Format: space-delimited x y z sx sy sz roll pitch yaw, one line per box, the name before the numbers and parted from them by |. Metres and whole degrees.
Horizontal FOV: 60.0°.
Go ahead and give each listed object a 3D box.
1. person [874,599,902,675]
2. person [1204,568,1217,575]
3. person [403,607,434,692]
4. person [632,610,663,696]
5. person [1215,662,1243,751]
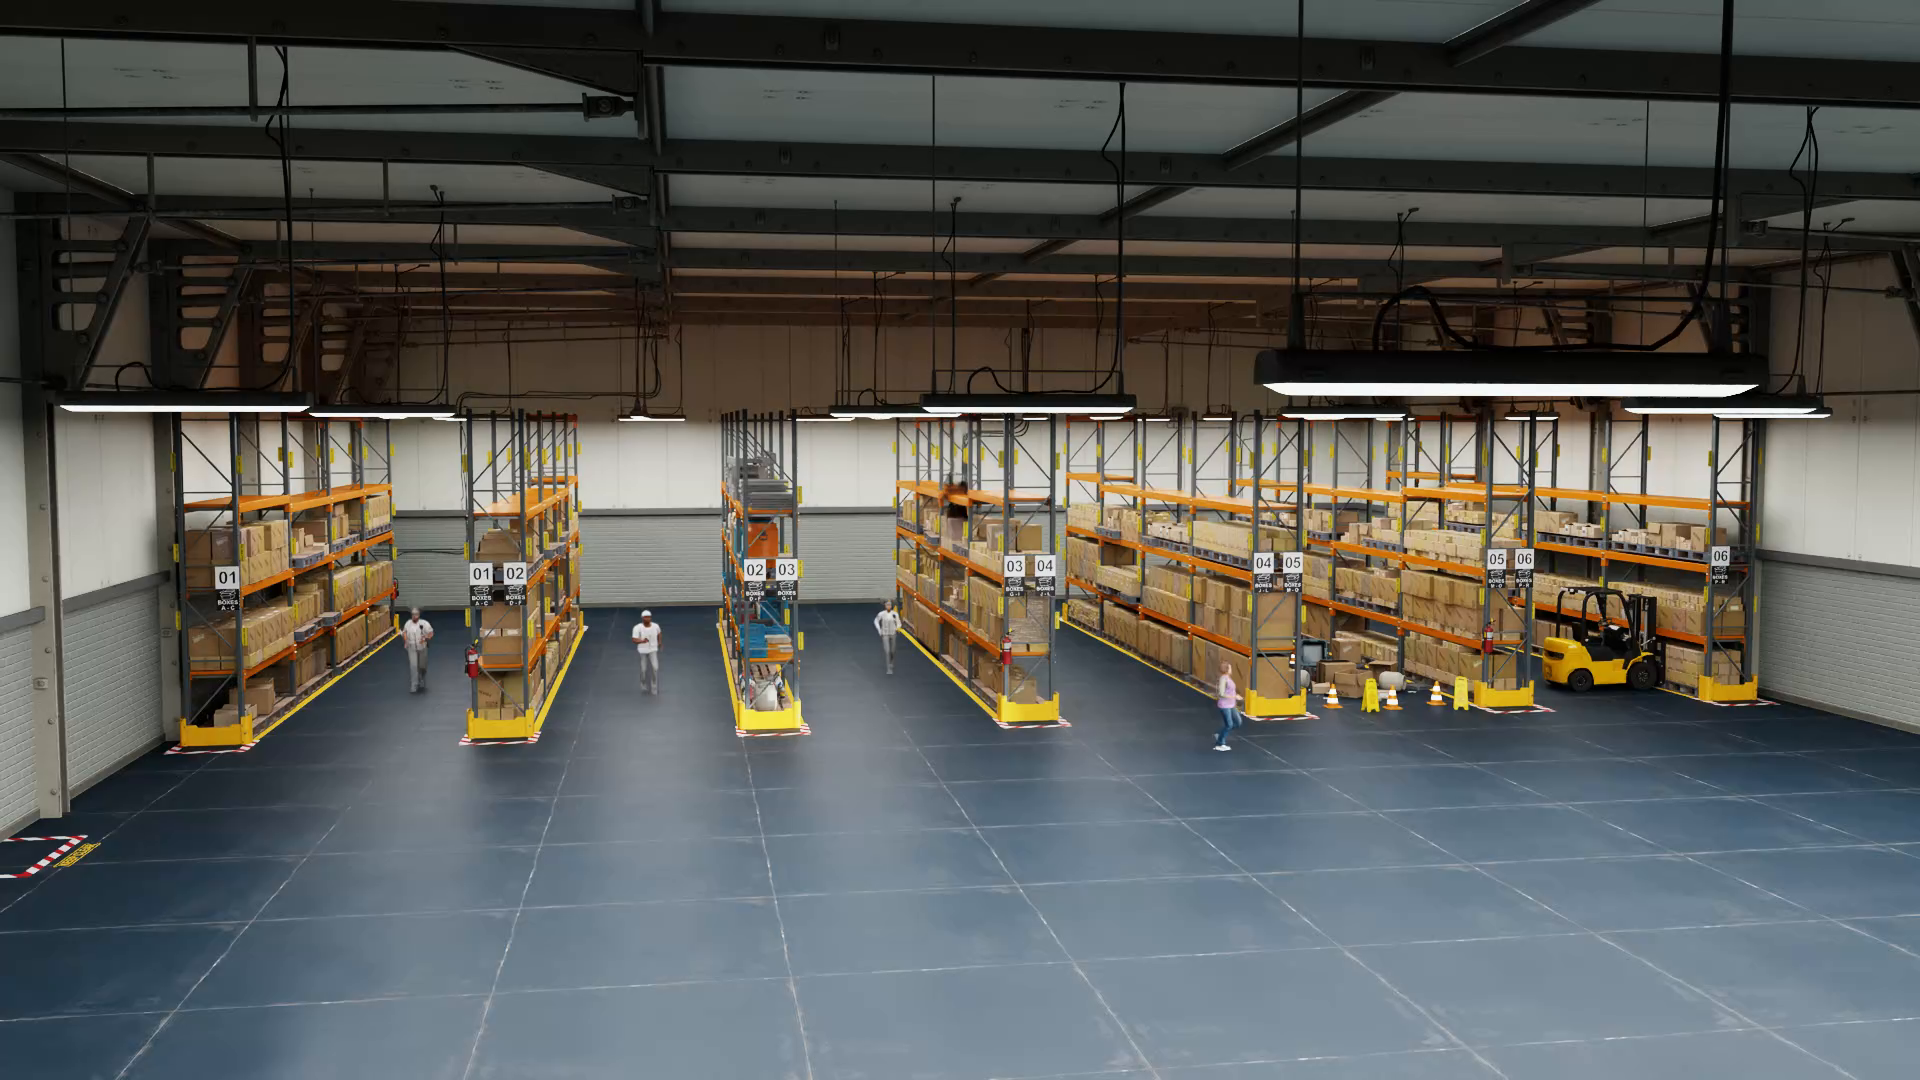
person | -1.643 2.199 38.149 0.620 1.688 0.774 -1 4 -10
person | 7.664 1.355 50.688 0.834 1.767 0.670 0 4 6
person | -11.633 2.320 35.714 0.653 1.782 0.912 -1 4 -9
person | -6.598 2.392 35.167 0.666 1.811 0.736 -2 4 -21
person | 4.718 2.911 29.058 0.526 1.557 0.523 2 4 26
